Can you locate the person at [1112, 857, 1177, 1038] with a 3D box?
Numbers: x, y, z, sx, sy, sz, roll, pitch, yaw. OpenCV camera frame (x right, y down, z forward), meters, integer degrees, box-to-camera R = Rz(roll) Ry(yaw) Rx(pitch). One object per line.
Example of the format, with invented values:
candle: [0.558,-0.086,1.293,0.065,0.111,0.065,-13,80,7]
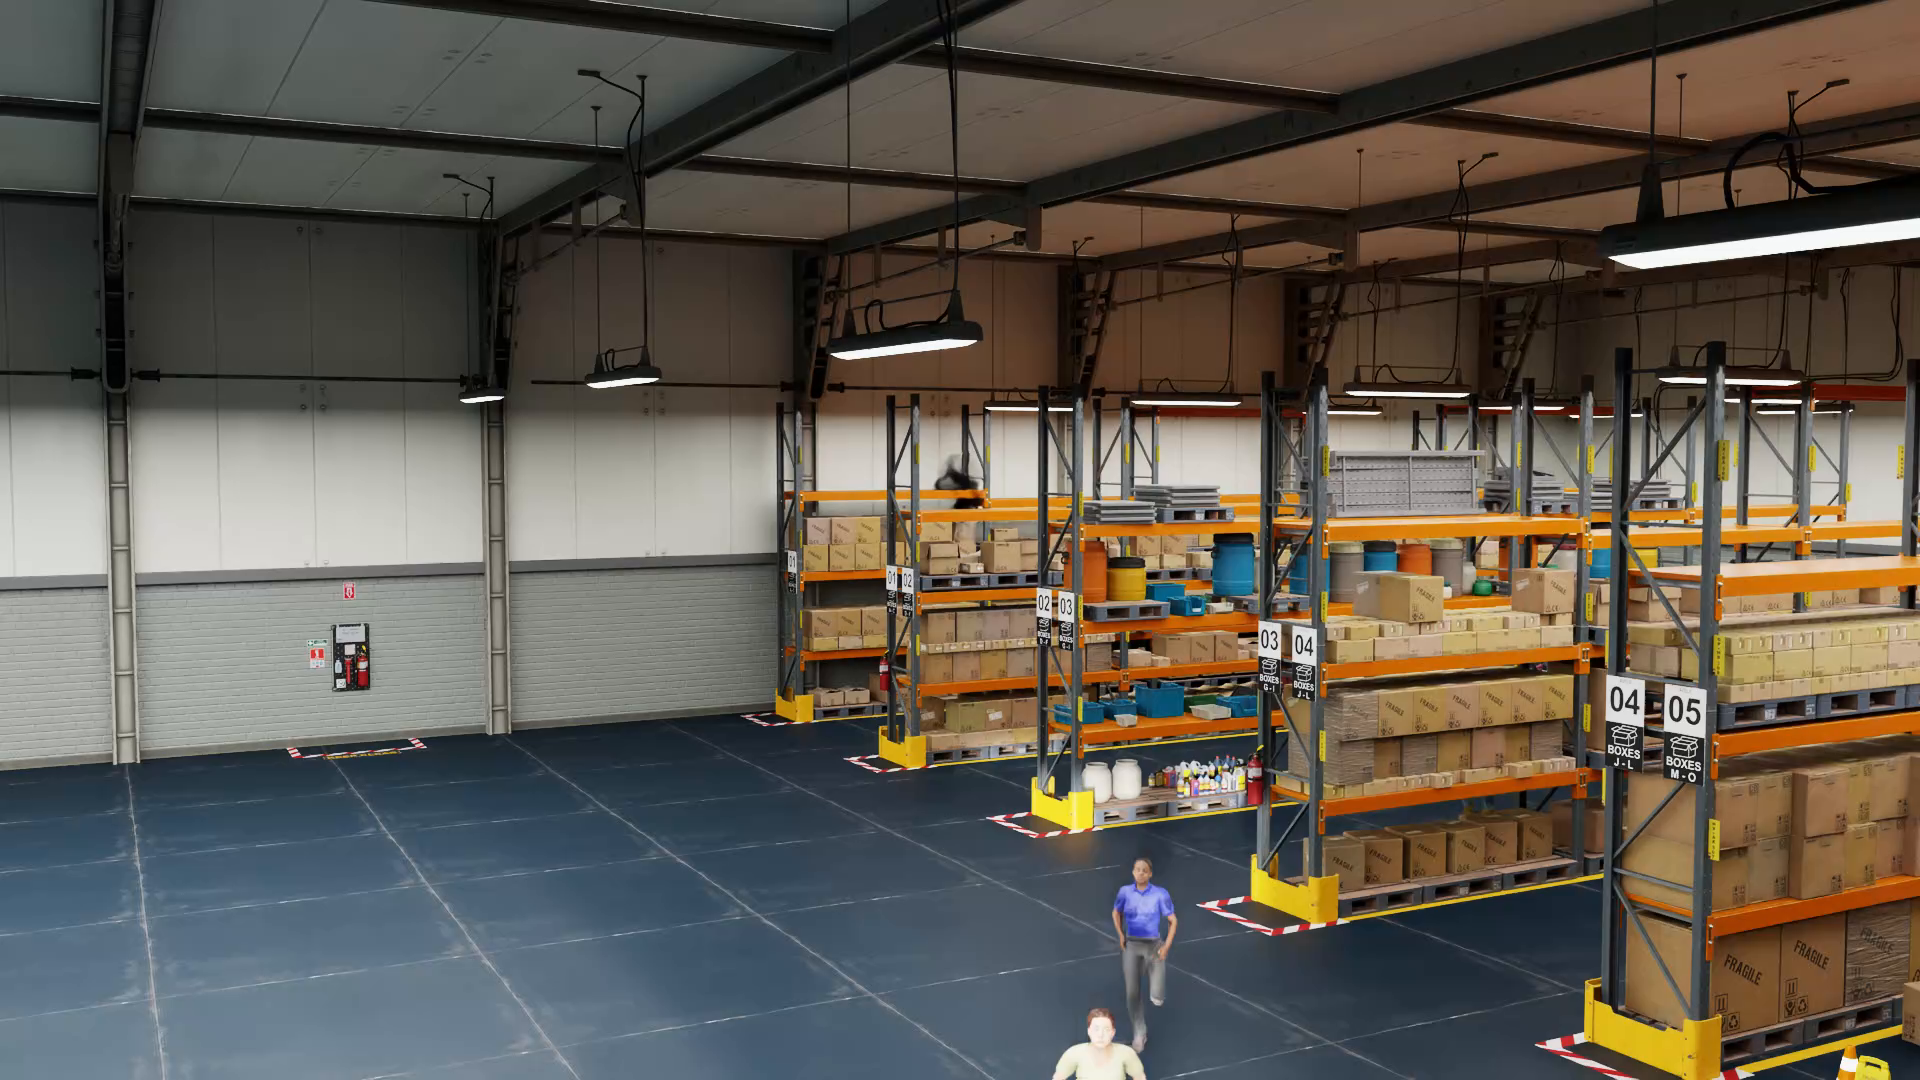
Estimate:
person: [1.603,3.518,14.496,0.572,1.521,0.673,1,3,9]

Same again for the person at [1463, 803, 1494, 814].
person: [7.199,3.114,22.988,0.497,1.529,0.646,-3,4,-42]

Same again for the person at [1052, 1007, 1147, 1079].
person: [0.890,3.719,10.600,0.603,1.570,0.596,0,3,4]
